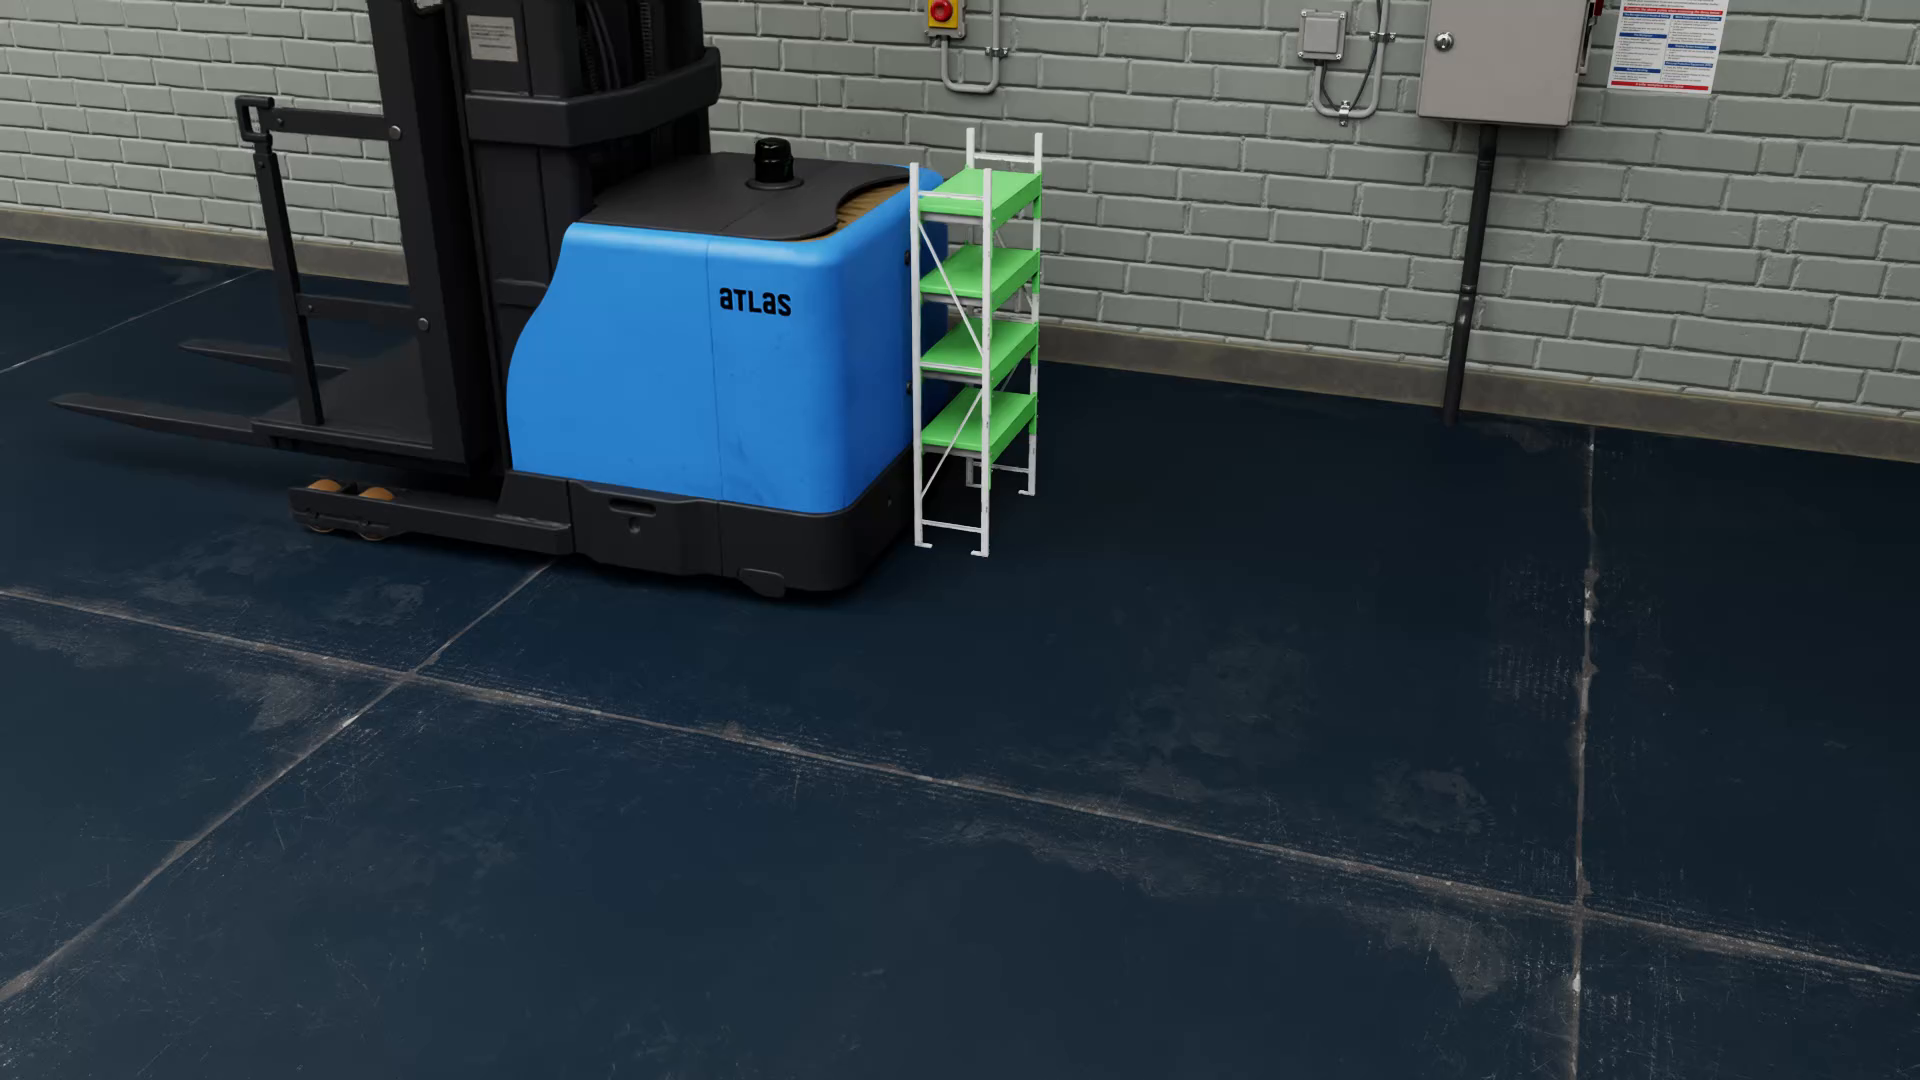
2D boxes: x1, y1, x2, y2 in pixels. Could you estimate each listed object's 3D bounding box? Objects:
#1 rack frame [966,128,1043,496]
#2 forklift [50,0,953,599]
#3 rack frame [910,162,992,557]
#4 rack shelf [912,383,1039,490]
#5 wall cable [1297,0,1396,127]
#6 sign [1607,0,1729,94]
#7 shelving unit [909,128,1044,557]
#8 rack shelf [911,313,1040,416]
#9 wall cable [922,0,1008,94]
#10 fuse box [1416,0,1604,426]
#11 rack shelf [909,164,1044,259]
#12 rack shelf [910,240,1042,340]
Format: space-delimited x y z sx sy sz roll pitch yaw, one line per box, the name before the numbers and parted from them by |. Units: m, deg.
rack frame | 0.136 -0.708 5.336 0.240 1.200 0.015 9 27 17
forklift | -1.598 -1.522 5.031 3.031 2.935 1.130 8 27 17
rack frame | -0.026 -0.508 4.922 0.240 1.200 0.015 9 27 17
rack shelf | 0.055 -0.335 5.261 0.258 0.148 0.480 9 27 17
wall cable | 1.232 -2.388 5.574 0.588 1.984 0.122 9 27 17
sign | 2.357 -1.738 5.506 0.329 0.494 0.001 9 27 17
shelving unit | 0.055 -0.608 5.129 0.258 1.200 0.503 9 27 17
rack shelf | 0.055 -0.551 5.157 0.258 0.148 0.480 9 27 17
wall cable | -0.110 -2.603 5.983 0.585 1.953 0.123 9 27 17
fuse box | 1.823 -1.187 5.739 0.539 1.711 0.414 9 27 17
rack shelf | 0.055 -0.983 4.948 0.258 0.148 0.480 9 27 17
rack shelf | 0.055 -0.767 5.052 0.258 0.148 0.480 9 27 17
